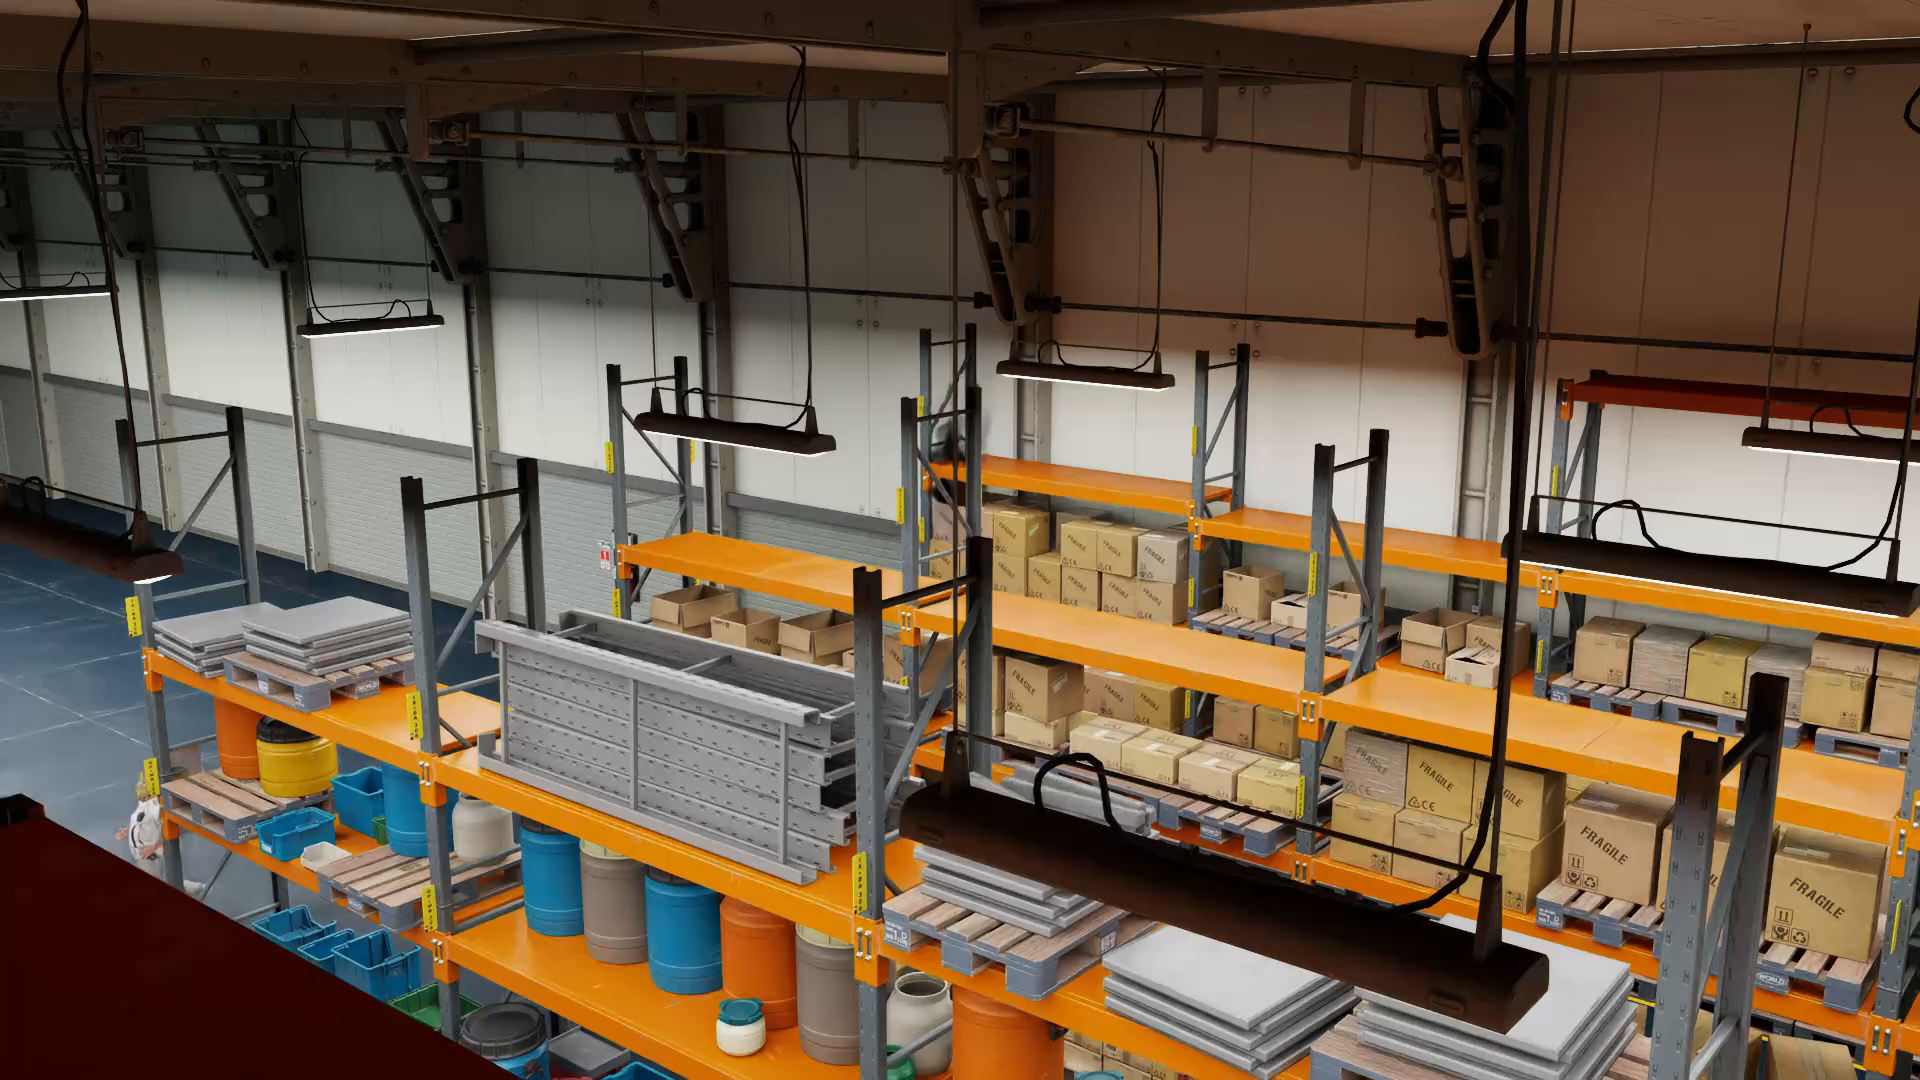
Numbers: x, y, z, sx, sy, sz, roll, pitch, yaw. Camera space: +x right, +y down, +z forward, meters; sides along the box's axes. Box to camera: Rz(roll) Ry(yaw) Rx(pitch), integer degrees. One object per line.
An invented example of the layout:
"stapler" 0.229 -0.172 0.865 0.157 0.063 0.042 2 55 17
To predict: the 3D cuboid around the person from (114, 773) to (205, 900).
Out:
"person" -8.533 3.301 17.599 0.945 1.754 0.665 -7 14 -28
